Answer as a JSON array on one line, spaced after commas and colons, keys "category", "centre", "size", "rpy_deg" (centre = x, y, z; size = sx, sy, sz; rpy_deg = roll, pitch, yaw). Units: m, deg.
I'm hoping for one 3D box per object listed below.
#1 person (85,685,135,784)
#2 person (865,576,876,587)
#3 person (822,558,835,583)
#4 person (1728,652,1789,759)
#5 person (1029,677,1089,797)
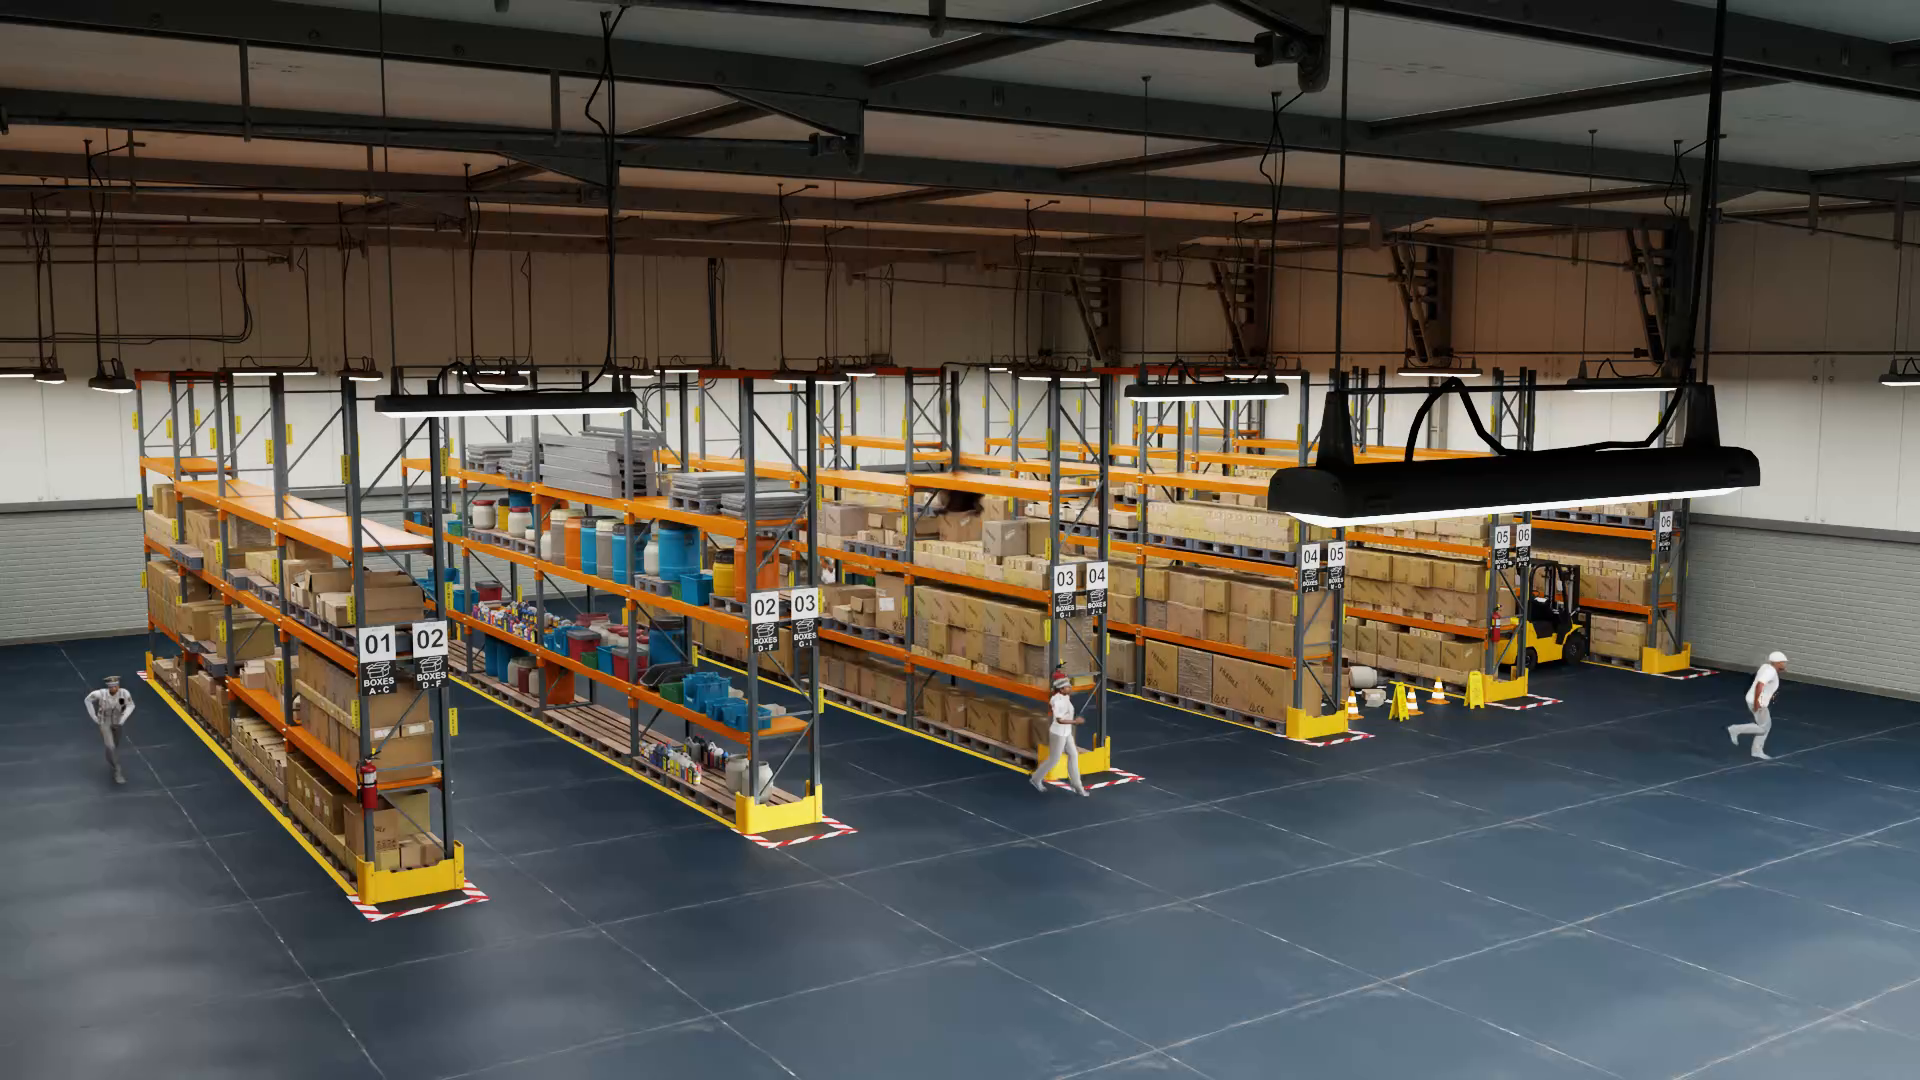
[{"category": "person", "centre": [-12.649, 2.788, 24.760], "size": [0.654, 1.600, 0.966], "rpy_deg": [-4, 8, -33]}, {"category": "person", "centre": [-2.209, 0.770, 41.923], "size": [0.812, 1.706, 0.716], "rpy_deg": [4, 7, 30]}, {"category": "person", "centre": [-2.960, 1.251, 37.319], "size": [0.654, 1.752, 0.896], "rpy_deg": [-5, 8, -36]}, {"category": "person", "centre": [12.486, 2.579, 26.036], "size": [0.834, 1.693, 0.697], "rpy_deg": [2, 7, 13]}, {"category": "person", "centre": [1.418, 2.801, 23.751], "size": [0.853, 1.741, 0.584], "rpy_deg": [2, 7, 18]}]
